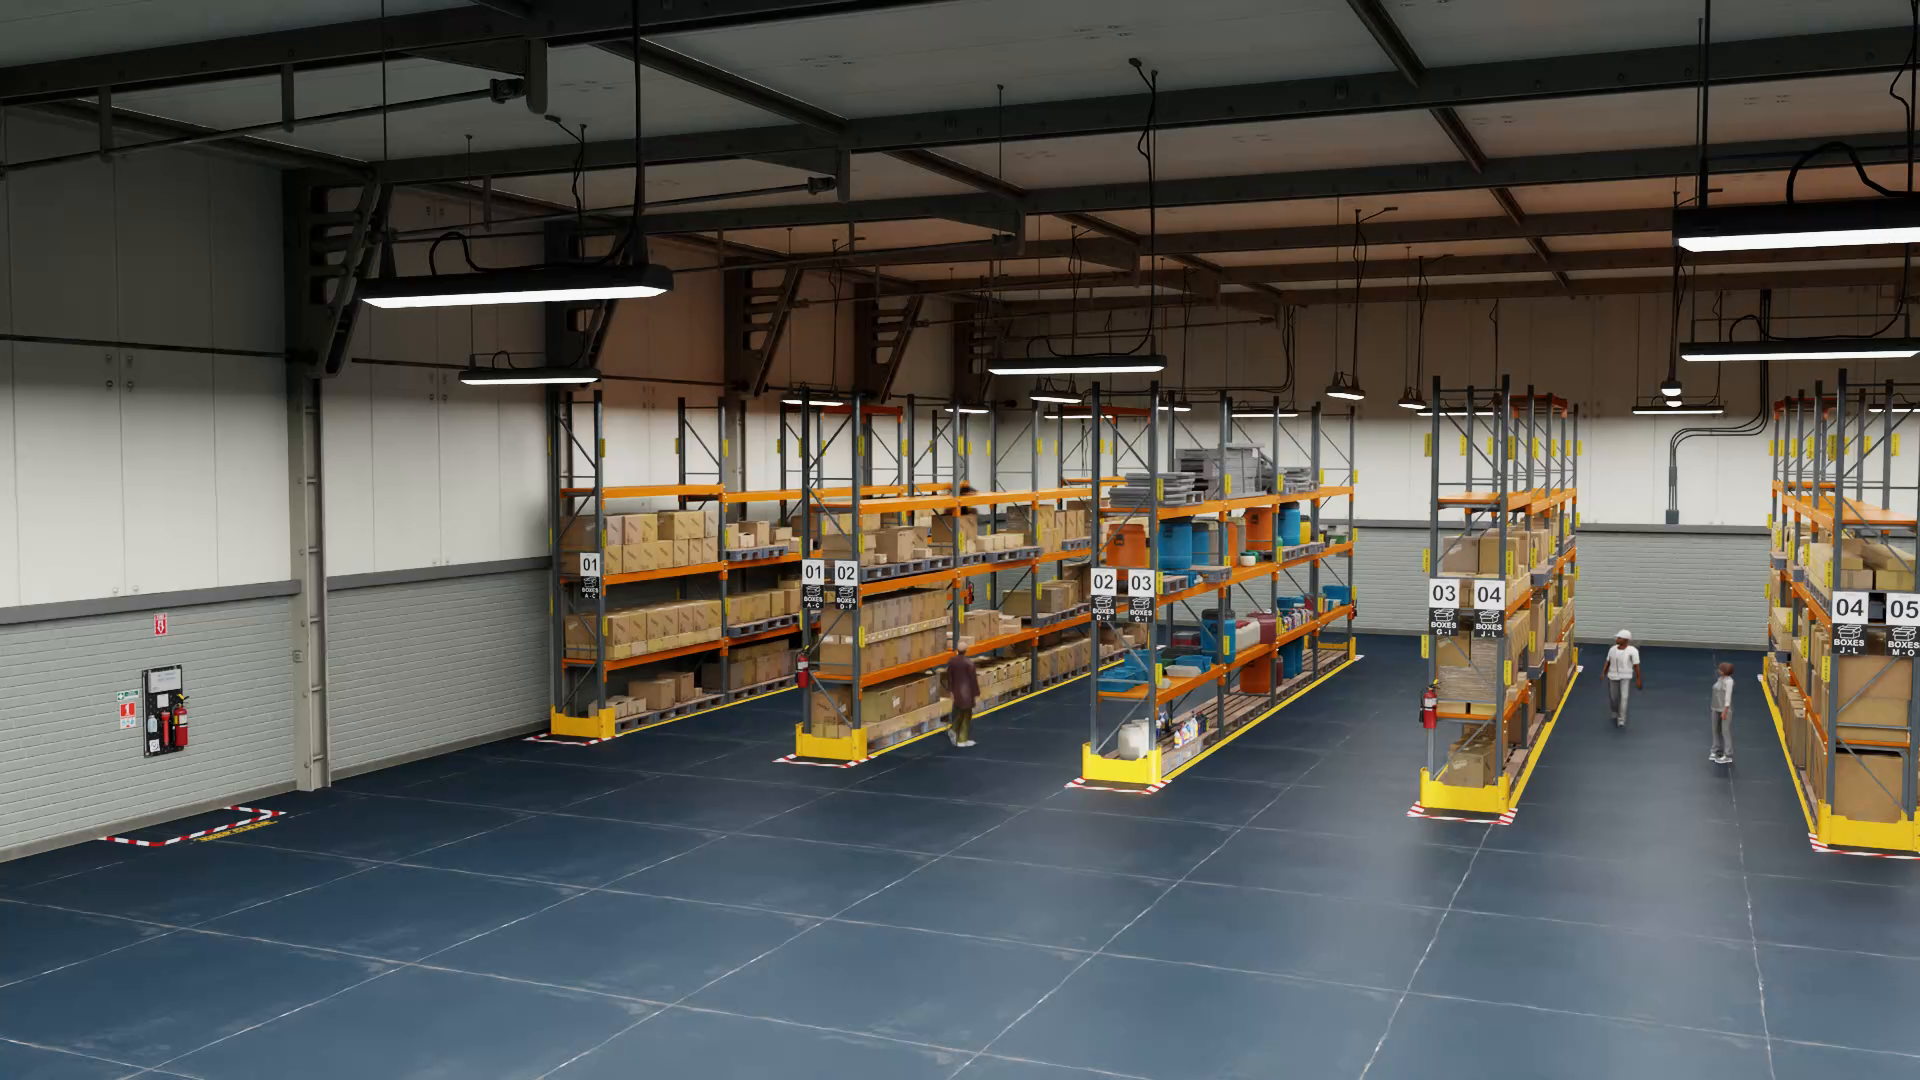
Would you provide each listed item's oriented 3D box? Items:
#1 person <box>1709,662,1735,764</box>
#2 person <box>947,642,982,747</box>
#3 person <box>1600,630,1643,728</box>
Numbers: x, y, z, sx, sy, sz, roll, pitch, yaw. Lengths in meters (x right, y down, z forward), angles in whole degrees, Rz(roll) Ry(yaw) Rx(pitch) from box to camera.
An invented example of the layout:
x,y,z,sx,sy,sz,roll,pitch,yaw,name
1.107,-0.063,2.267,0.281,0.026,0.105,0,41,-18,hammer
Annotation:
x,y,z,sx,sy,sz,roll,pitch,yaw,name
12.162,2.742,26.546,0.357,1.607,0.423,-1,3,-15,person
0.071,2.576,27.745,0.519,1.776,0.582,-2,4,-34,person
11.940,2.492,30.030,0.726,1.726,1.039,2,4,28,person
